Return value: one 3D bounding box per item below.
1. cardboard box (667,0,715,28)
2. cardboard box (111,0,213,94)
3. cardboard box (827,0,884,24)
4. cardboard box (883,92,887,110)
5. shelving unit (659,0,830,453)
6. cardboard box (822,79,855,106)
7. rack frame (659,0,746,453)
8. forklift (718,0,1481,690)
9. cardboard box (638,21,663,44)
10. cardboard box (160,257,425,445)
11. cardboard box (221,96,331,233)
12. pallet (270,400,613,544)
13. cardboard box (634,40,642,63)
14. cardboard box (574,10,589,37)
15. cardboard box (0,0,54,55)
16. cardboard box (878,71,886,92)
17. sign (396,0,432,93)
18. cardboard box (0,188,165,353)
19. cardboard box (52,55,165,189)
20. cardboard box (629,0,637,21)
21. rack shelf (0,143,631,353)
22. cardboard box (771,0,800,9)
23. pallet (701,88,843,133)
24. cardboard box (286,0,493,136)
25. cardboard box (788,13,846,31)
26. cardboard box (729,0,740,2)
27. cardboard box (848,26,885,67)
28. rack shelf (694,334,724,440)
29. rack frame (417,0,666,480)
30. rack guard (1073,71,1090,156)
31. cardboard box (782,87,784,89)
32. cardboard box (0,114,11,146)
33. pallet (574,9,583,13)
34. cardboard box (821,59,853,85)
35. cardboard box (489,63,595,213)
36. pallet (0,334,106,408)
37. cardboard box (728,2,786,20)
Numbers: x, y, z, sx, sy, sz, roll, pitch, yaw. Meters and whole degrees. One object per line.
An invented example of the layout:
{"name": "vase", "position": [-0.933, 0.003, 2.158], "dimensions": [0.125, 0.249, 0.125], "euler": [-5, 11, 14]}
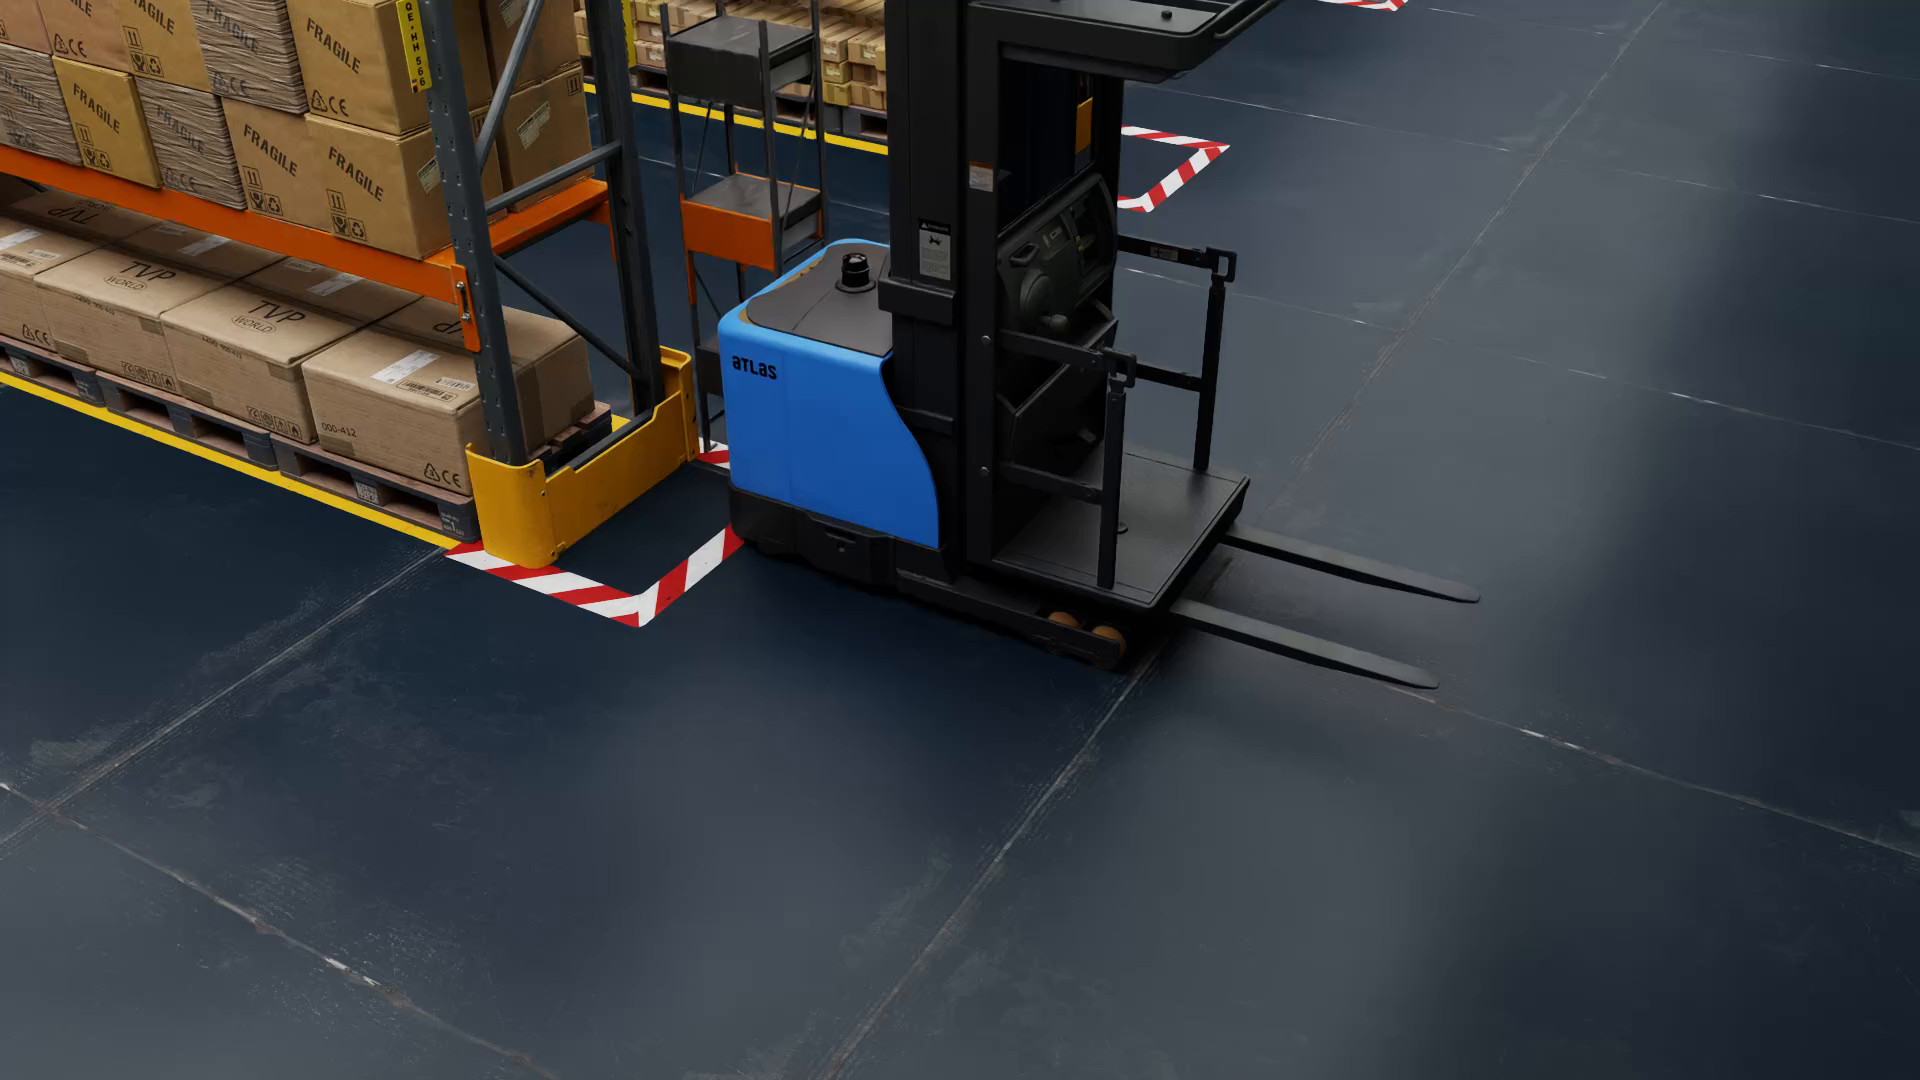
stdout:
{"name": "cardboard box", "position": [-1.882, -3.786, 11.886], "dimensions": [0.250, 0.149, 0.380], "euler": [17, 37, 23]}
{"name": "cardboard box", "position": [-3.098, -2.189, 6.839], "dimensions": [0.500, 0.500, 0.500], "euler": [17, 37, 24]}
{"name": "cardboard box", "position": [-0.736, -3.752, 11.834], "dimensions": [0.250, 0.149, 0.380], "euler": [18, 38, 25]}
{"name": "cardboard box", "position": [-0.317, -3.025, 11.279], "dimensions": [0.250, 0.149, 0.380], "euler": [17, 37, 24]}
{"name": "shelving unit", "position": [-0.896, -1.317, 7.332], "dimensions": [0.503, 2.100, 0.431], "euler": [17, 37, 24]}
{"name": "cardboard box", "position": [-0.791, -3.126, 11.432], "dimensions": [0.250, 0.149, 0.380], "euler": [16, 37, 22]}
{"name": "rack frame", "position": [-1.108, -1.383, 7.432], "dimensions": [0.015, 2.100, 0.400], "euler": [17, 37, 24]}
{"name": "forklift", "position": [0.555, -1.054, 6.189], "dimensions": [3.031, 2.935, 1.130], "euler": [17, 37, 23]}
{"name": "cardboard box", "position": [-2.120, -3.738, 12.082], "dimensions": [0.250, 0.149, 0.380], "euler": [17, 37, 24]}
{"name": "cardboard box", "position": [-3.087, -0.935, 7.881], "dimensions": [0.875, 0.438, 0.875], "euler": [19, 38, 26]}
{"name": "cardboard box", "position": [-2.644, -1.638, 6.914], "dimensions": [0.500, 0.500, 0.500], "euler": [17, 37, 23]}
{"name": "pallet", "position": [-2.398, -0.468, 7.762], "dimensions": [1.213, 0.211, 1.003], "euler": [18, 37, 24]}
{"name": "cardboard box", "position": [-2.382, -3.616, 12.167], "dimensions": [0.250, 0.149, 0.380], "euler": [19, 38, 26]}
{"name": "cardboard box", "position": [-2.614, -3.814, 12.197], "dimensions": [0.250, 0.149, 0.380], "euler": [19, 38, 26]}
{"name": "cardboard box", "position": [-3.970, -2.468, 7.258], "dimensions": [0.500, 0.500, 0.500], "euler": [18, 38, 25]}
{"name": "cardboard box", "position": [-0.349, -3.118, 11.151], "dimensions": [0.250, 0.149, 0.380], "euler": [16, 37, 23]}
{"name": "sign", "position": [-1.947, -1.769, 5.942], "dimensions": [0.005, 0.325, 0.100], "euler": [18, 37, 24]}
{"name": "cardboard box", "position": [-4.646, -1.430, 8.624], "dimensions": [0.875, 0.438, 0.875], "euler": [17, 37, 24]}
{"name": "cardboard box", "position": [-3.550, -1.911, 7.323], "dimensions": [0.500, 0.500, 0.500], "euler": [19, 38, 26]}
{"name": "cardboard box", "position": [-2.364, -3.893, 12.046], "dimensions": [0.250, 0.149, 0.380], "euler": [20, 38, 27]}
{"name": "rack shelf", "position": [-3.402, -1.697, 7.741], "dimensions": [4.000, 0.370, 1.077], "euler": [18, 37, 24]}
{"name": "cardboard box", "position": [-1.163, -3.896, 12.051], "dimensions": [0.250, 0.149, 0.380], "euler": [16, 37, 23]}
{"name": "pallet", "position": [-1.106, -3.293, 12.004], "dimensions": [1.213, 0.211, 1.003], "euler": [18, 37, 24]}
{"name": "cardboard box", "position": [-2.202, -1.922, 6.437], "dimensions": [0.500, 0.500, 0.500], "euler": [19, 38, 26]}
{"name": "cardboard box", "position": [-0.988, -3.497, 11.451], "dimensions": [0.250, 0.149, 0.380], "euler": [16, 37, 23]}
{"name": "cardboard box", "position": [-1.684, -3.994, 12.198], "dimensions": [0.250, 0.149, 0.380], "euler": [19, 38, 26]}
{"name": "cardboard box", "position": [-0.553, -3.324, 11.192], "dimensions": [0.250, 0.149, 0.380], "euler": [16, 37, 23]}
{"name": "rack shelf", "position": [-0.895, -0.722, 7.726], "dimensions": [0.480, 0.518, 0.431], "euler": [17, 37, 24]}
{"name": "rack frame", "position": [-1.665, -1.446, 6.715], "dimensions": [0.127, 3.000, 1.000], "euler": [18, 37, 24]}
{"name": "rack guard", "position": [0.637, -2.836, 11.058], "dimensions": [0.348, 0.500, 1.175], "euler": [18, 37, 24]}
{"name": "cardboard box", "position": [-1.200, -3.317, 11.718], "dimensions": [0.250, 0.149, 0.380], "euler": [19, 38, 26]}
{"name": "cardboard box", "position": [-4.426, -2.192, 7.746], "dimensions": [0.500, 0.500, 0.500], "euler": [18, 38, 25]}
{"name": "pallet", "position": [-3.446, -4.009, 13.080], "dimensions": [1.213, 0.211, 1.003], "euler": [18, 37, 24]}
{"name": "cardboard box", "position": [-0.805, -3.254, 11.355], "dimensions": [0.250, 0.149, 0.380], "euler": [18, 38, 25]}
{"name": "cardboard box", "position": [-1.939, -1.758, 7.093], "dimensions": [0.500, 0.500, 0.500], "euler": [17, 37, 24]}
{"name": "pallet", "position": [-4.517, -1.139, 8.770], "dimensions": [1.213, 0.211, 1.003], "euler": [18, 37, 24]}
{"name": "cardboard box", "position": [-1.424, -3.642, 11.669], "dimensions": [0.250, 0.149, 0.380], "euler": [16, 37, 22]}
